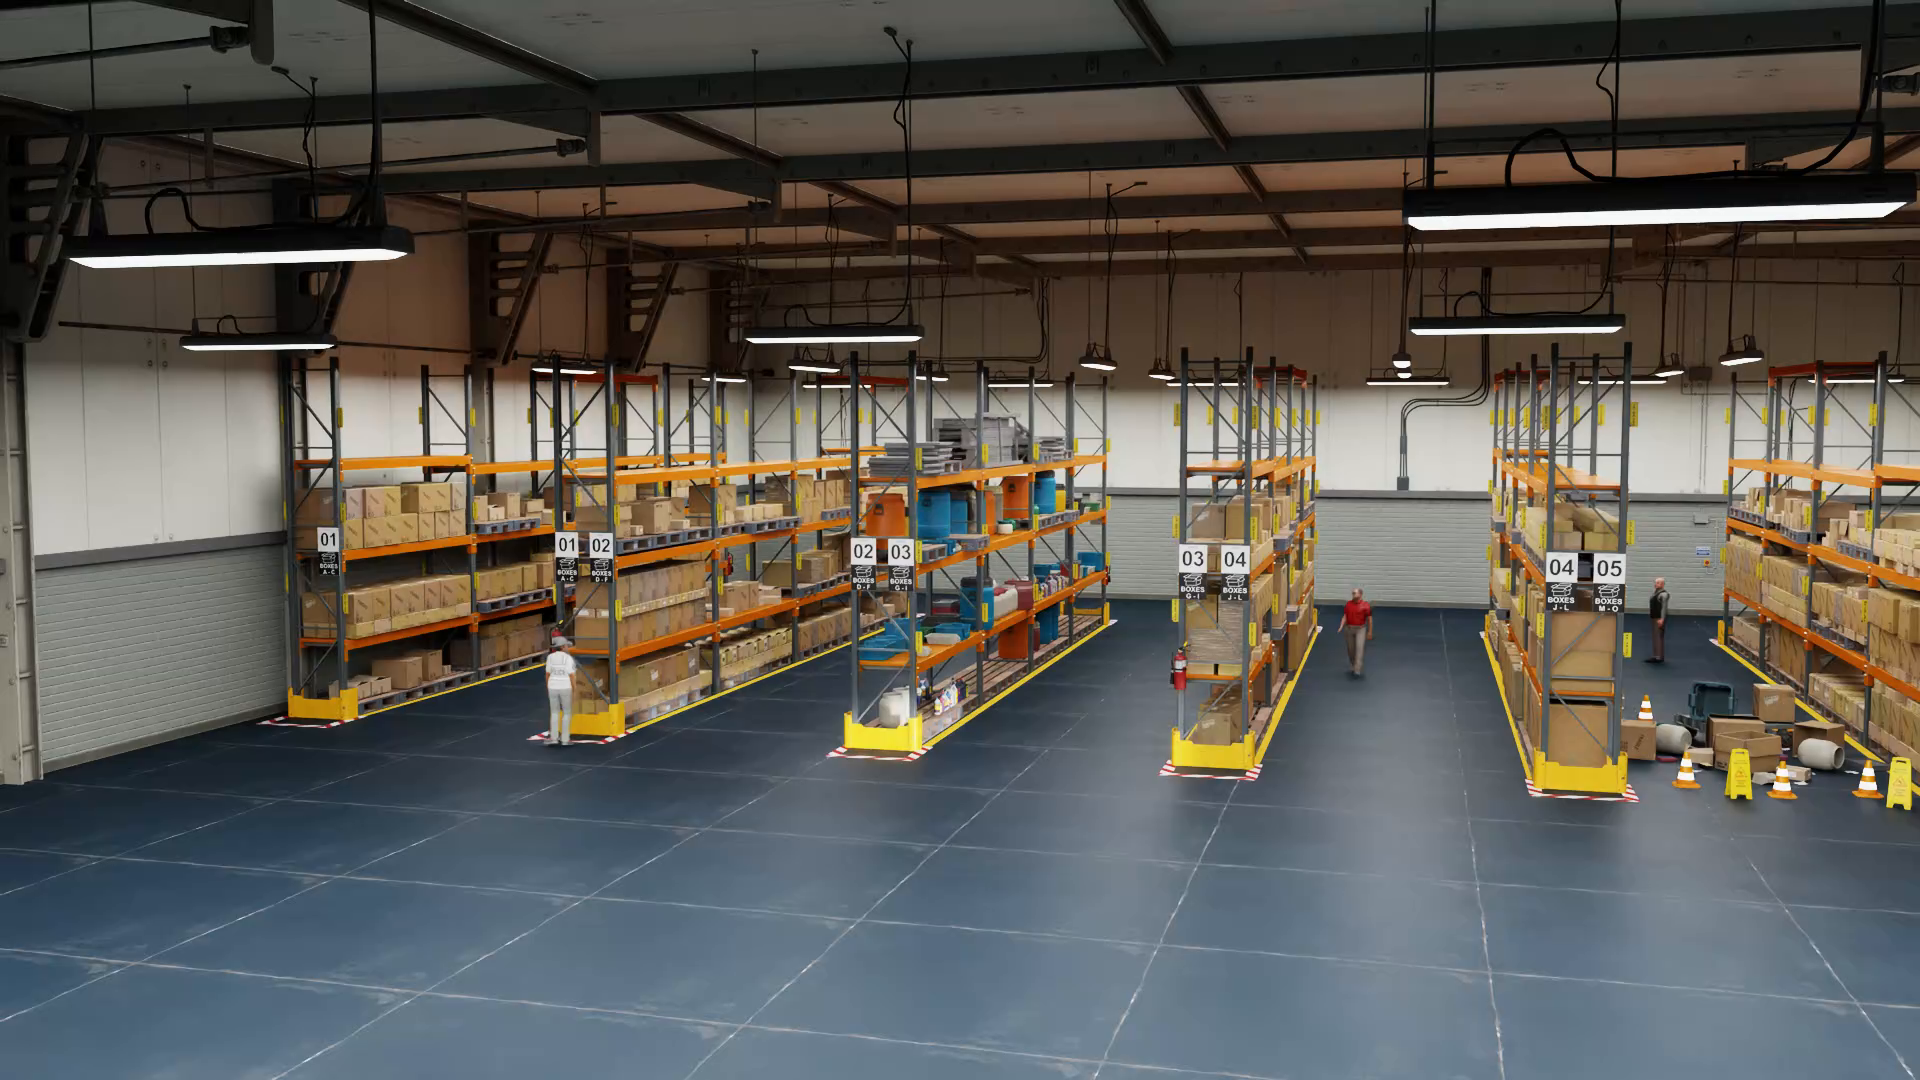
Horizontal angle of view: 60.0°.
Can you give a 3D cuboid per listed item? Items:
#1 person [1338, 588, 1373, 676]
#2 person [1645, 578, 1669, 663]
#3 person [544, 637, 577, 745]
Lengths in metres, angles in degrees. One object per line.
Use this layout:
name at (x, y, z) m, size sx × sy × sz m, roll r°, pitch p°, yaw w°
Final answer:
person at (7.713, 1.779, 32.446) m, size 0.642 × 1.678 × 1.021 m, roll 2°, pitch 4°, yaw 20°
person at (14.325, 1.643, 34.155) m, size 0.410 × 1.723 × 0.582 m, roll 2°, pitch 5°, yaw 25°
person at (-6.086, 2.310, 25.393) m, size 0.519 × 1.675 × 0.401 m, roll 1°, pitch 4°, yaw 16°
